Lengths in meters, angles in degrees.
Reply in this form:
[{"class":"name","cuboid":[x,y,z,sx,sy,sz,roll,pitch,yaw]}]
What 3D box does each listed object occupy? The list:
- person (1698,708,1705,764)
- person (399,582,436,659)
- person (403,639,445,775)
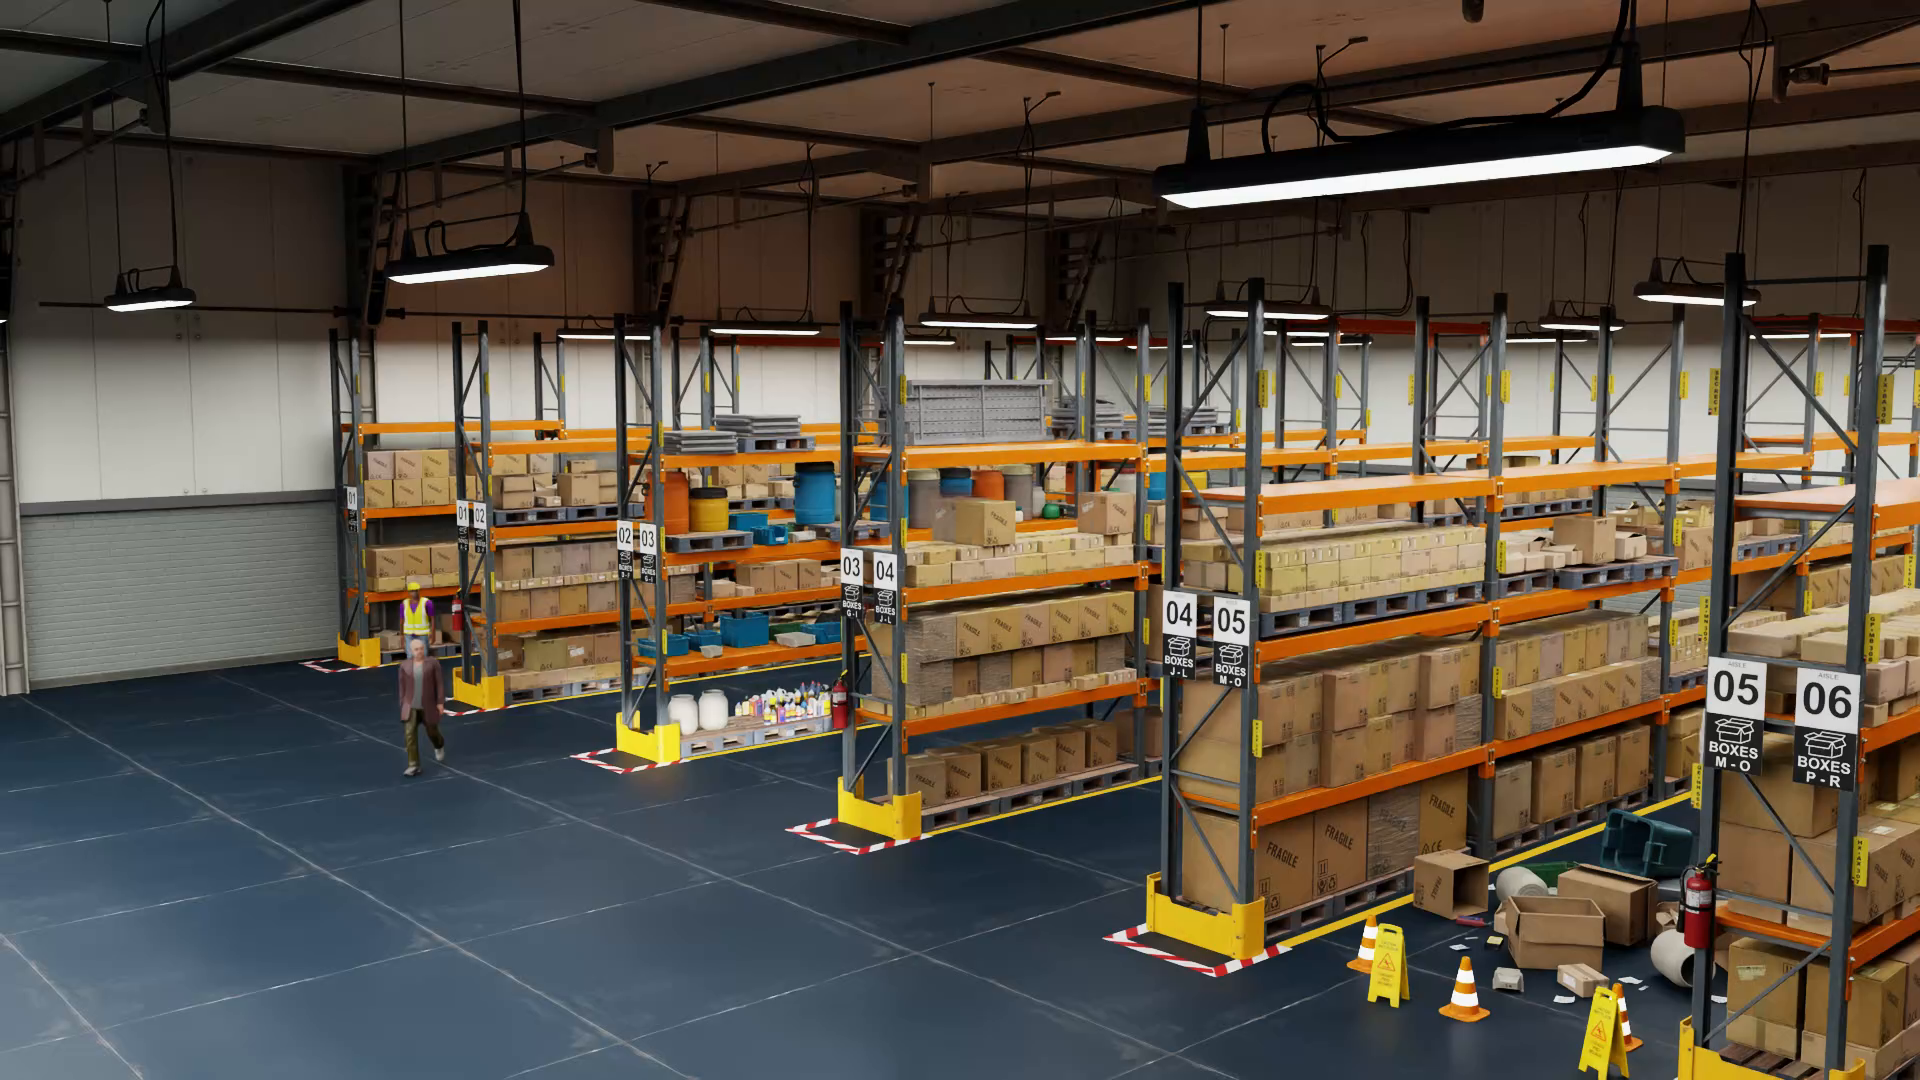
[{"class":"person","cuboid":[8.668,2.436,18.971,0.421,1.613,0.505,-5,8,-42]},{"class":"person","cuboid":[-8.968,1.523,27.550,0.566,1.692,0.523,0,6,2]},{"class":"person","cuboid":[-7.023,2.142,21.750,0.547,1.741,0.984,0,6,-2]}]
